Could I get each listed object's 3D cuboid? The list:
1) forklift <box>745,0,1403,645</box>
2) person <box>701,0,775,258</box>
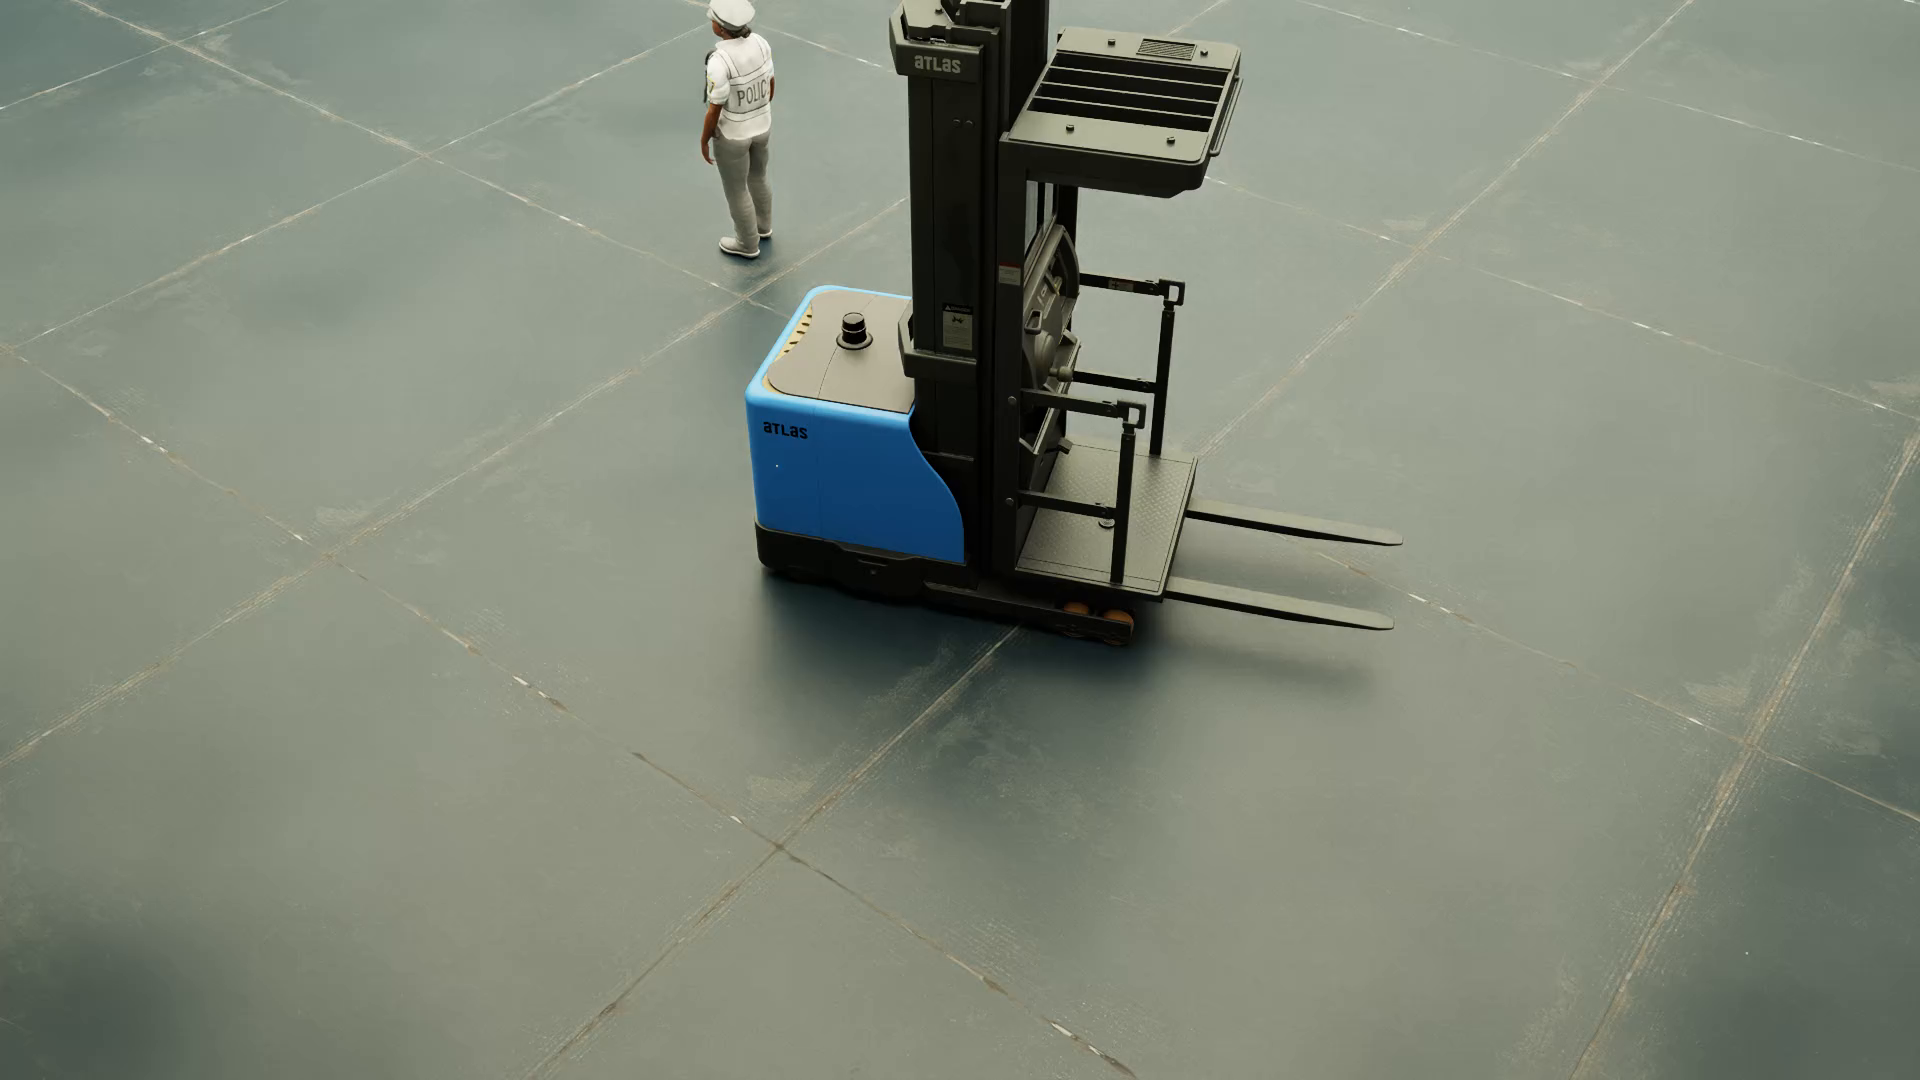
[{"bbox_3d":[0.587,-1.011,7.260,3.031,2.935,1.130,10,41,12],"label":"forklift"},{"bbox_3d":[-1.352,-2.477,9.923,0.528,1.695,0.570,29,48,30],"label":"person"}]
